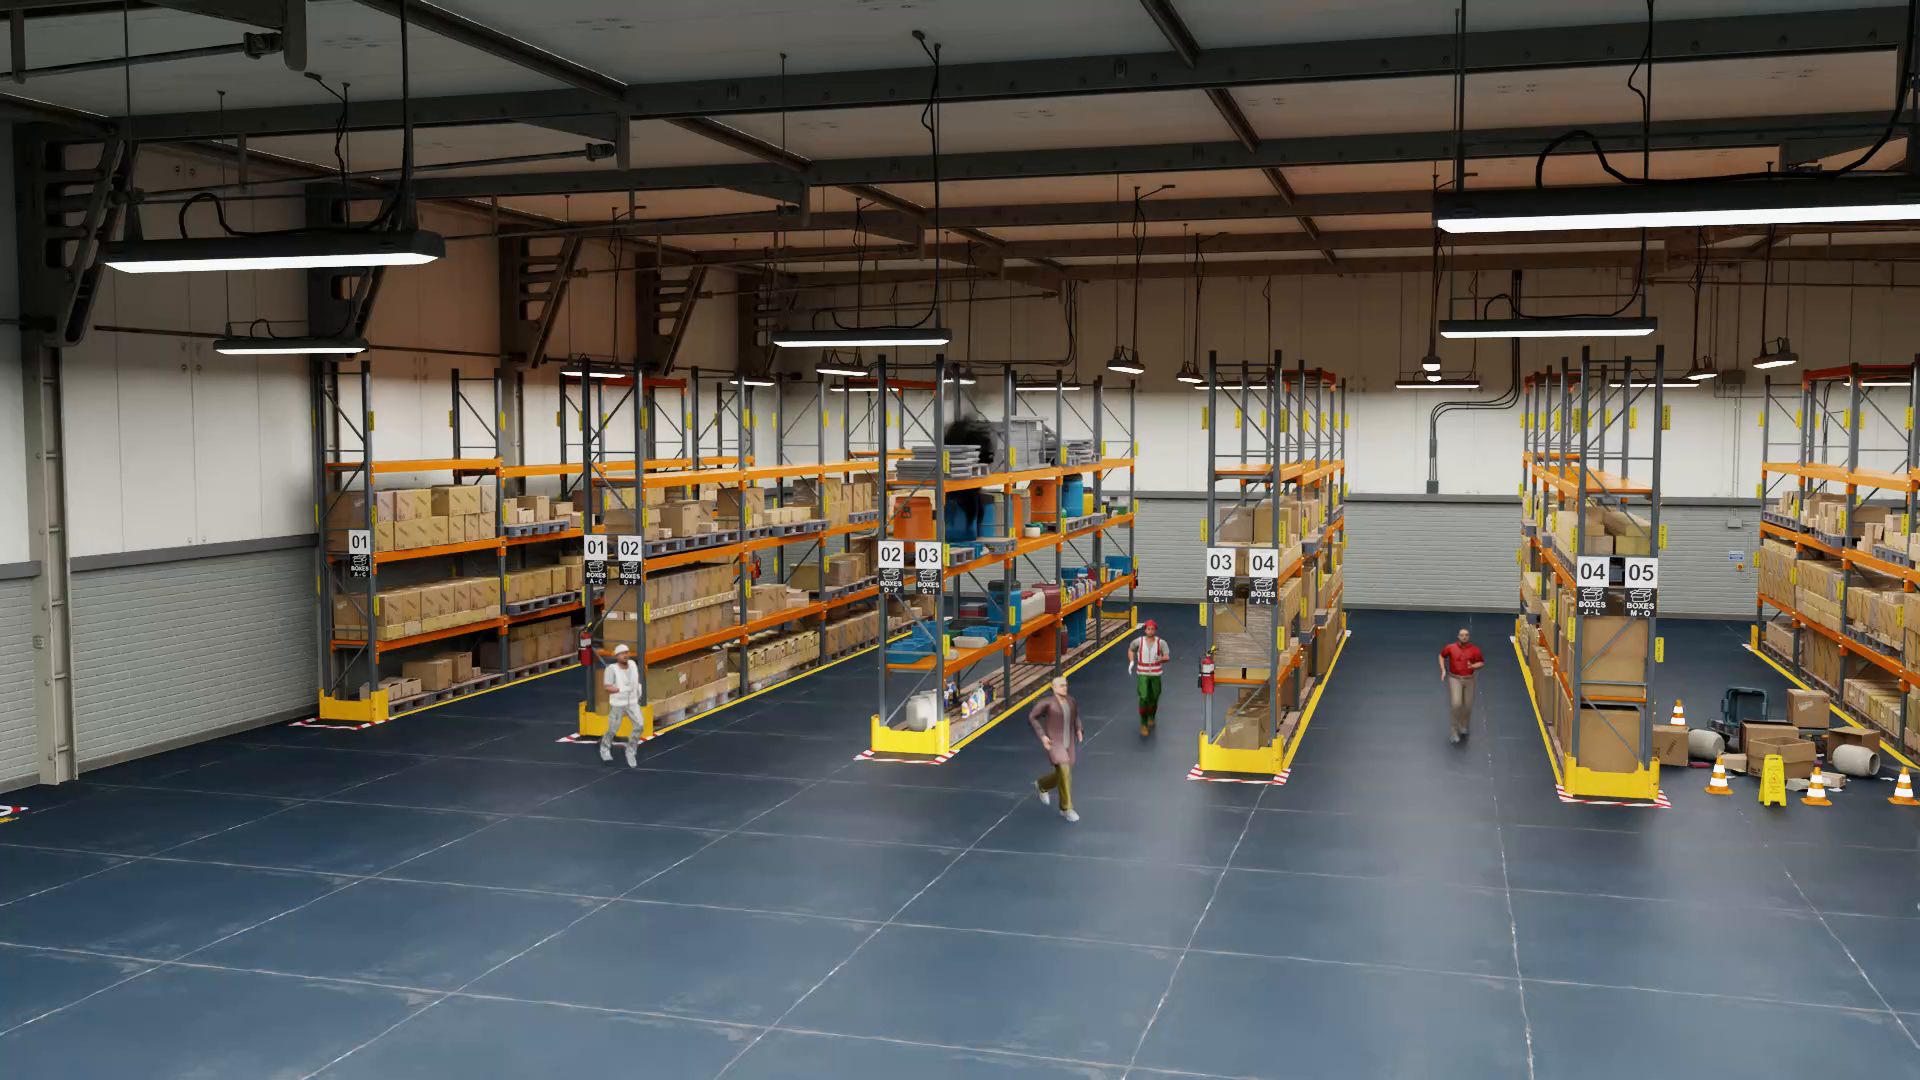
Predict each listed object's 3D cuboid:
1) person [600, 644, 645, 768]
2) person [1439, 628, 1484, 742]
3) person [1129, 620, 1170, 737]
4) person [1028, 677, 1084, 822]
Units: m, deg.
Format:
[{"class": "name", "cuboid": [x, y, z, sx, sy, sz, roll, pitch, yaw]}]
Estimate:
[{"class": "person", "cuboid": [-4.862, 2.393, 24.075, 0.696, 1.800, 0.894, -3, 5, -38]}, {"class": "person", "cuboid": [7.895, 2.287, 26.149, 0.631, 1.798, 0.754, 0, 4, 5]}, {"class": "person", "cuboid": [3.032, 2.199, 26.672, 0.646, 1.846, 0.793, 0, 4, 0]}, {"class": "person", "cuboid": [1.228, 2.620, 21.163, 0.722, 1.782, 0.947, -3, 5, -38]}]
